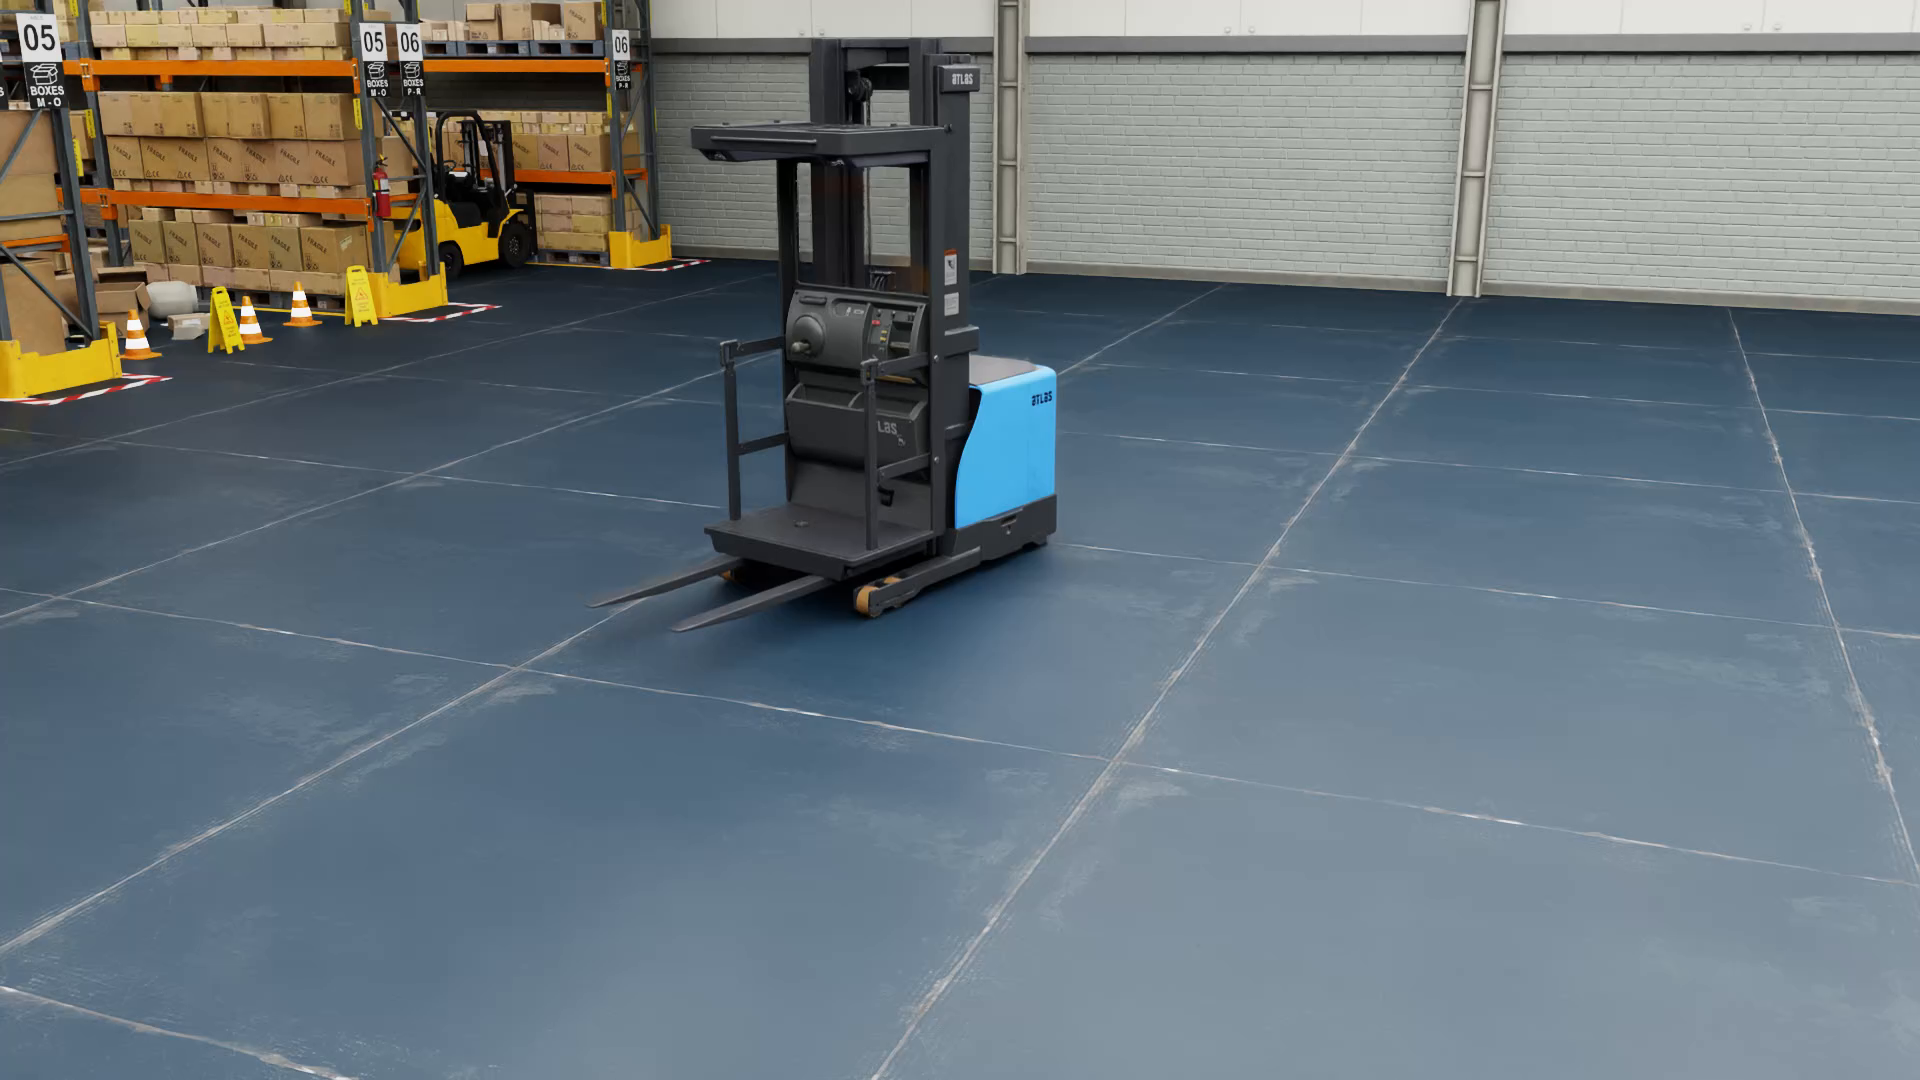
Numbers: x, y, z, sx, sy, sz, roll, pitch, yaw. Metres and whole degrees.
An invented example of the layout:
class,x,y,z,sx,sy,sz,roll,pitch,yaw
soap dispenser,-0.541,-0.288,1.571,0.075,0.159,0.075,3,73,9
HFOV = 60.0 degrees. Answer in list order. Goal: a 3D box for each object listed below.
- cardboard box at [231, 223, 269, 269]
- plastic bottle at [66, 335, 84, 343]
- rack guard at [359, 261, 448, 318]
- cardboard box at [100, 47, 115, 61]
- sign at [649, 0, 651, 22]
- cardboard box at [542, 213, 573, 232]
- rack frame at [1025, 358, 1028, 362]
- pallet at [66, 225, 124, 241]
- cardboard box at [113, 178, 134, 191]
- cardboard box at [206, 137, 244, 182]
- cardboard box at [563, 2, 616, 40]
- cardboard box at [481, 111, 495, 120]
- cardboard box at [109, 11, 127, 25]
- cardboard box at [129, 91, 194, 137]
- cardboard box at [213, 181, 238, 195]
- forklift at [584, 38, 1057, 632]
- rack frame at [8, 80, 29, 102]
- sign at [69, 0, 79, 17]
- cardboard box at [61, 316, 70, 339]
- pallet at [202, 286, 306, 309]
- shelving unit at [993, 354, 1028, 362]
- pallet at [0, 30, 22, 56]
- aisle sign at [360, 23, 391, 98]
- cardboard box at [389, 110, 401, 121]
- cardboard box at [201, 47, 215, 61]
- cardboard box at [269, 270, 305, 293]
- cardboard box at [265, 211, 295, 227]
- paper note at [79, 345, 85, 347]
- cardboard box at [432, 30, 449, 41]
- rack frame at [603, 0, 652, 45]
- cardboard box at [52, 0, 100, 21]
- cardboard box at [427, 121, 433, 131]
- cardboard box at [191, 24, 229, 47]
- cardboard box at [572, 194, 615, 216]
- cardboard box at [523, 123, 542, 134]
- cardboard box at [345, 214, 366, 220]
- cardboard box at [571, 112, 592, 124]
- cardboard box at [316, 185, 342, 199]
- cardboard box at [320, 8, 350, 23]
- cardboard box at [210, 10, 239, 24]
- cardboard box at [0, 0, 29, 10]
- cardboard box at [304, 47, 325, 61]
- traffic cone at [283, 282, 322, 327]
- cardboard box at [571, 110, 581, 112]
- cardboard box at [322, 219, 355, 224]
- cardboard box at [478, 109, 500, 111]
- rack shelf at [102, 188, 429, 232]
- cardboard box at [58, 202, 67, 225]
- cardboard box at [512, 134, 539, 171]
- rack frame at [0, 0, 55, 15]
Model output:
class,x,y,z,sx,sy,sz,roll,pitch,yaw
cardboard box,-8.195,-3.482,19.620,0.500,0.500,0.500,6,17,19
plastic bottle,-9.146,-2.085,17.247,0.283,0.061,0.133,0,16,1
rack guard,-6.471,-2.928,19.361,0.348,0.500,1.175,6,17,21
cardboard box,-9.920,-5.753,19.680,0.250,0.149,0.380,6,17,20
sign,-4.374,-7.450,23.364,0.005,0.325,0.100,6,17,21
cardboard box,-5.613,-4.552,23.755,0.500,0.250,0.500,6,17,20
rack frame,0.357,-0.600,10.358,0.008,1.050,0.200,11,20,34
pallet,-13.837,-5.098,27.357,1.213,0.211,1.003,6,17,21
cardboard box,-9.946,-4.293,20.033,0.250,0.149,0.380,6,17,20
cardboard box,-8.399,-4.456,19.431,0.500,0.500,0.500,6,17,21
cardboard box,-5.084,-7.128,22.855,0.500,0.500,0.500,7,18,22
cardboard box,-6.650,-6.078,23.853,0.250,0.149,0.380,6,17,21
cardboard box,-9.696,-6.096,19.433,0.250,0.149,0.380,7,18,22
cardboard box,-9.325,-5.041,19.652,0.500,0.500,0.700,6,17,21
cardboard box,-8.515,-4.142,19.510,0.250,0.149,0.380,6,17,20
forklift,-0.698,-1.154,8.891,1.130,2.935,3.031,12,20,35
rack frame,-15.746,-6.635,27.650,0.127,3.000,1.000,6,17,21
sign,-10.322,-6.263,19.353,0.005,0.325,0.100,6,17,21
cardboard box,-9.569,-2.224,17.358,0.258,0.266,0.396,10,19,30
pallet,-8.345,-3.006,20.151,1.213,0.211,1.003,6,17,21
shelving unit,0.259,-0.620,10.427,0.252,1.050,0.215,11,20,34
pallet,-8.817,-4.297,14.374,1.213,0.211,1.003,6,17,21
aisle sign,-6.449,-5.287,18.342,0.004,0.787,0.394,6,17,21
cardboard box,-8.116,-6.210,24.308,0.250,0.149,0.380,7,17,22
cardboard box,-8.485,-5.595,19.138,0.250,0.149,0.380,6,17,21
cardboard box,-7.730,-3.069,19.545,0.500,0.250,0.500,6,17,21
cardboard box,-7.840,-3.734,19.326,0.250,0.149,0.380,7,17,22
paper note,-8.920,-1.996,16.997,0.142,0.017,0.144,14,21,40
cardboard box,-7.283,-7.183,23.675,0.250,0.149,0.380,7,18,22
rack frame,-4.583,-8.289,22.585,0.127,3.000,1.000,6,17,21
cardboard box,-10.708,-6.366,19.960,0.500,0.250,0.500,7,17,22
cardboard box,-7.610,-6.030,24.223,0.250,0.149,0.380,6,17,21
cardboard box,-8.398,-5.769,19.019,0.500,0.250,0.500,6,17,21
cardboard box,-5.126,-4.735,23.491,0.500,0.250,0.500,7,18,22
cardboard box,-5.968,-5.834,23.548,0.250,0.149,0.380,6,17,19
cardboard box,-8.793,-4.929,25.277,0.625,0.625,0.875,7,18,23
cardboard box,-5.234,-5.909,23.273,0.250,0.149,0.380,6,17,21
cardboard box,-7.103,-3.979,18.952,0.250,0.149,0.380,6,17,20
cardboard box,-6.824,-5.781,18.347,0.250,0.149,0.380,6,17,21
cardboard box,-8.263,-5.929,18.857,0.250,0.149,0.380,7,18,22
cardboard box,-8.478,-4.703,14.416,0.500,0.250,0.500,6,17,21
cardboard box,-7.079,-5.421,18.537,0.250,0.149,0.380,6,17,21
traffic cone,-7.274,-2.611,18.339,0.334,0.463,0.336,6,17,21
cardboard box,-5.524,-6.088,23.888,0.250,0.149,0.380,6,17,21
cardboard box,-7.560,-3.570,19.926,0.500,0.500,0.500,6,17,19
cardboard box,-6.937,-6.264,24.494,0.250,0.149,0.380,6,17,20
rack shelf,-8.261,-3.979,19.791,4.000,0.370,1.077,6,17,21
cardboard box,-14.417,-5.425,27.210,0.500,0.500,0.500,6,17,19
cardboard box,-6.093,-5.546,23.718,0.500,0.500,0.500,6,17,20
rack frame,-8.123,-5.707,13.692,0.127,3.000,1.000,6,17,21
